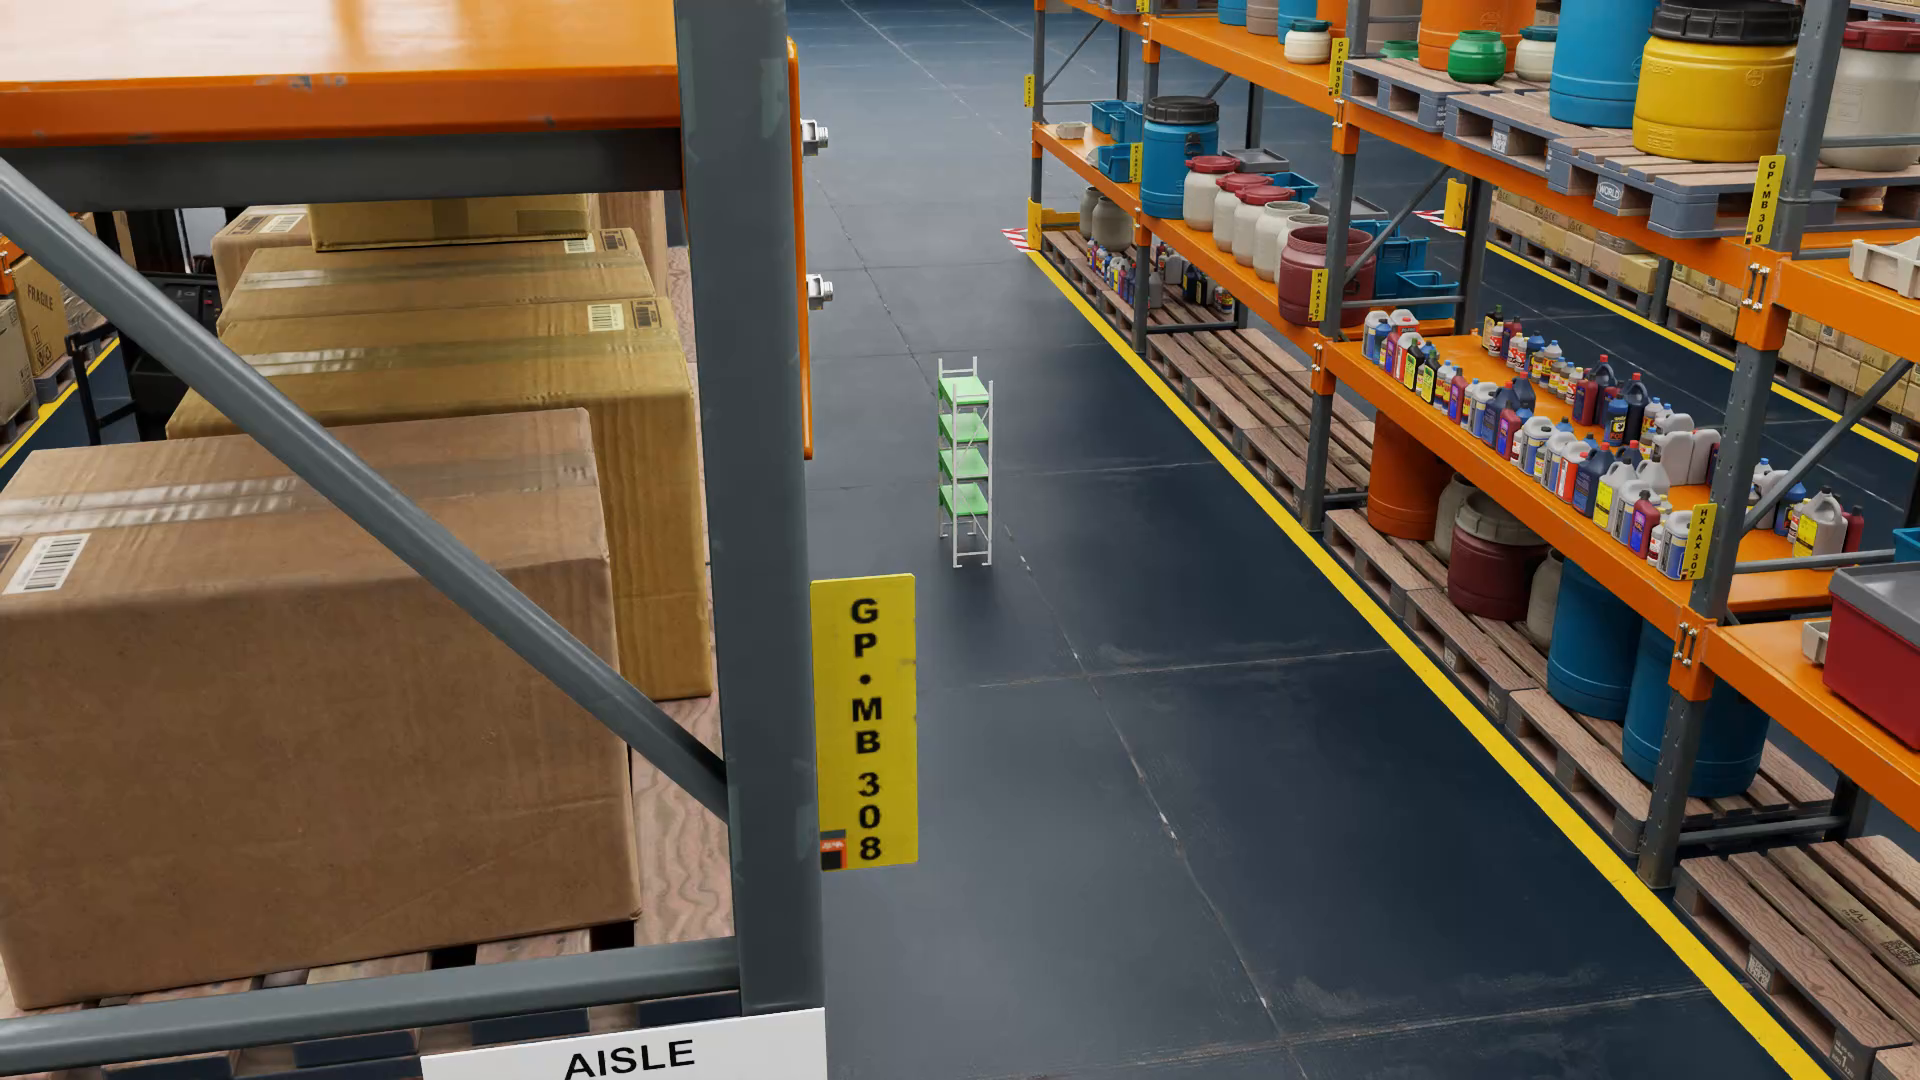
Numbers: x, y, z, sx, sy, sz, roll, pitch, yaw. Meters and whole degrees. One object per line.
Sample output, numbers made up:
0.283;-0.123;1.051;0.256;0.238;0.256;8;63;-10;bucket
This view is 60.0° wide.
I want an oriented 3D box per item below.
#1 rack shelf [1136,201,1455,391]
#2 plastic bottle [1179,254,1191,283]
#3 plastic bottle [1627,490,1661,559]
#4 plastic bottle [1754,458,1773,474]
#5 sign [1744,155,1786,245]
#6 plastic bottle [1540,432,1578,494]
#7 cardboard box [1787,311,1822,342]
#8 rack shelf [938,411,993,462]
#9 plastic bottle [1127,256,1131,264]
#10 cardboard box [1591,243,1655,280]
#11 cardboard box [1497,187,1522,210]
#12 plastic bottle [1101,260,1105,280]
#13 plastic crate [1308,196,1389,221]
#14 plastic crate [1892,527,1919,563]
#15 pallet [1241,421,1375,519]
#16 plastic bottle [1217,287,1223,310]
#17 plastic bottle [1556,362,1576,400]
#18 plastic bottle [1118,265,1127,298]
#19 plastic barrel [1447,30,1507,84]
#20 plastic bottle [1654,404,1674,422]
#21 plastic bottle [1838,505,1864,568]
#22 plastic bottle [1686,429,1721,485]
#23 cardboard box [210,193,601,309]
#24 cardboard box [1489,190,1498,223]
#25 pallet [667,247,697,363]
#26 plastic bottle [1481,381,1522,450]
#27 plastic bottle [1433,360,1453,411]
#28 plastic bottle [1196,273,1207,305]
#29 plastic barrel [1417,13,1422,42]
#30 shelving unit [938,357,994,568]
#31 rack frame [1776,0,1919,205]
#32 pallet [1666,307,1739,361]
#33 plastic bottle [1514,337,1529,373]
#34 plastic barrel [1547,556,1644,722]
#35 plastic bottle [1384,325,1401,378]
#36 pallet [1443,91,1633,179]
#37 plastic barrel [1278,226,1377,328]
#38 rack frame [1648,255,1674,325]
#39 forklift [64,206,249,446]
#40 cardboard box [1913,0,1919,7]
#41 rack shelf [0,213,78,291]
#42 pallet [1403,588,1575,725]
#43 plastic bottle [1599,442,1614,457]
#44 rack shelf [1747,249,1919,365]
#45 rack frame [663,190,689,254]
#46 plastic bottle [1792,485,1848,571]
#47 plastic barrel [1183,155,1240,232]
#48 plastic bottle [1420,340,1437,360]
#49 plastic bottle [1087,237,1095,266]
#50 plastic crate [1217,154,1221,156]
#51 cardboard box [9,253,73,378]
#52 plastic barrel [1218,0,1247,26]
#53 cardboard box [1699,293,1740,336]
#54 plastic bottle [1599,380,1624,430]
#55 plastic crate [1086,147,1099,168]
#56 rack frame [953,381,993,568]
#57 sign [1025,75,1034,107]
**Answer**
2.379;-1.935;12.332;1.077;0.370;4.000;-4;24;-10;rack shelf
2.155;-2.629;15.781;0.144;0.351;0.185;-4;24;-10;plastic bottle
3.011;-0.070;7.308;0.061;0.283;0.133;-4;24;-10;plastic bottle
3.715;-0.248;7.730;0.097;0.271;0.097;0;24;0;plastic bottle
2.948;-1.243;6.090;0.100;0.325;0.005;-4;24;-10;sign
2.913;-0.374;8.013;0.152;0.276;0.135;-4;24;-10;plastic bottle
6.995;-1.820;13.380;0.500;0.311;0.500;-4;24;-8;cardboard box
0.031;-0.646;10.290;0.258;0.148;0.480;-4;24;-10;rack shelf
1.590;-2.515;15.605;0.061;0.283;0.133;-4;24;-10;plastic bottle
6.495;-2.712;16.124;0.500;0.250;0.500;-4;24;-10;cardboard box
6.113;-3.842;17.773;0.500;0.500;0.500;-4;24;-10;cardboard box
1.399;-2.595;15.890;0.097;0.201;0.097;0;24;0;plastic bottle
2.751;-2.166;11.881;0.402;0.464;0.583;-4;24;-10;plastic crate
3.910;0.234;6.412;0.392;0.384;0.575;-4;24;-10;plastic crate
2.644;-0.508;11.649;1.003;0.211;1.213;-4;24;-10;pallet
2.363;-2.168;14.914;0.097;0.201;0.097;0;24;0;plastic bottle
3.397;-0.892;9.293;0.097;0.201;0.097;0;24;0;plastic bottle
1.501;-2.377;15.288;0.061;0.283;0.133;-3;24;-6;plastic bottle
2.719;-2.540;8.740;0.294;0.245;0.294;0;24;0;plastic barrel
3.569;-0.559;8.443;0.097;0.271;0.097;0;24;0;plastic bottle
3.840;-0.027;7.210;0.061;0.283;0.133;-4;24;-10;plastic bottle
3.606;-0.422;8.124;0.152;0.276;0.135;-4;24;-10;plastic bottle
-1.123;-0.465;3.546;0.700;0.500;0.500;-3;24;-7;cardboard box
6.019;-3.695;18.373;0.500;0.250;0.500;-4;24;-10;cardboard box
-1.238;-0.549;4.623;1.003;0.211;1.213;-4;24;-10;pallet
2.794;-0.653;8.558;0.144;0.351;0.185;-4;24;-10;plastic bottle
2.659;-0.852;9.114;0.097;0.271;0.097;0;24;0;plastic bottle
2.190;-2.283;15.074;0.061;0.283;0.133;-4;24;-10;plastic bottle
2.993;-3.049;10.095;0.421;0.512;0.421;0;24;0;plastic barrel
0.031;-0.485;10.361;0.258;1.200;0.503;-4;24;-10;shelving unit
3.489;-2.654;5.583;1.000;3.000;0.127;-4;24;-10;rack frame
7.053;-1.852;14.726;1.003;0.211;1.213;-4;24;-10;pallet
3.307;-1.084;9.732;0.097;0.201;0.097;0;24;0;plastic bottle
3.274;0.371;8.250;0.600;0.901;0.708;-4;24;-10;plastic barrel
2.527;-1.098;9.661;0.061;0.283;0.133;-4;24;-10;plastic bottle
3.035;-1.940;7.932;1.003;0.211;1.213;-4;24;-10;pallet
2.366;-1.700;10.726;0.600;0.536;0.708;-4;24;-10;plastic barrel
6.878;-3.416;14.825;1.000;3.000;0.127;-4;24;-10;rack frame
-4.948;-1.436;10.376;1.130;2.935;3.031;4;24;10;forklift
7.269;-3.946;11.953;0.500;0.250;0.500;-5;24;-11;cardboard box
-8.121;-2.814;14.345;1.077;0.370;4.000;-4;24;-10;rack shelf
3.158;0.586;9.145;1.003;0.211;1.213;-4;24;-10;pallet
3.057;-0.335;7.931;0.097;0.271;0.097;0;24;0;plastic bottle
3.859;-0.163;4.526;1.077;0.370;4.000;-4;24;-10;rack shelf
-1.379;-2.287;4.744;1.000;3.000;0.127;-4;24;-10;rack frame
3.735;-0.060;7.202;0.144;0.351;0.185;-4;24;-10;plastic bottle
1.971;-2.721;13.063;0.433;0.535;0.433;0;24;0;plastic barrel
2.651;-1.000;9.452;0.097;0.271;0.097;0;24;0;plastic bottle
1.299;-2.840;16.364;0.097;0.271;0.097;0;24;0;plastic bottle
2.038;-3.238;14.494;0.767;0.338;0.504;-4;24;-10;plastic crate
-7.799;-1.829;13.319;0.875;0.875;0.875;-4;24;-9;cardboard box
2.317;-4.472;12.867;0.600;0.901;0.708;-4;24;-10;plastic barrel
6.802;-1.971;14.425;0.500;0.250;0.500;-4;24;-8;cardboard box
3.454;-0.718;8.791;0.061;0.283;0.133;-4;24;-10;plastic bottle
1.460;-3.550;15.461;0.530;0.136;0.437;-4;24;-10;plastic crate
0.076;-0.389;10.141;0.240;1.200;0.015;-4;24;-10;rack frame
0.728;-4.713;17.447;0.100;0.325;0.005;-4;24;-10;sign
